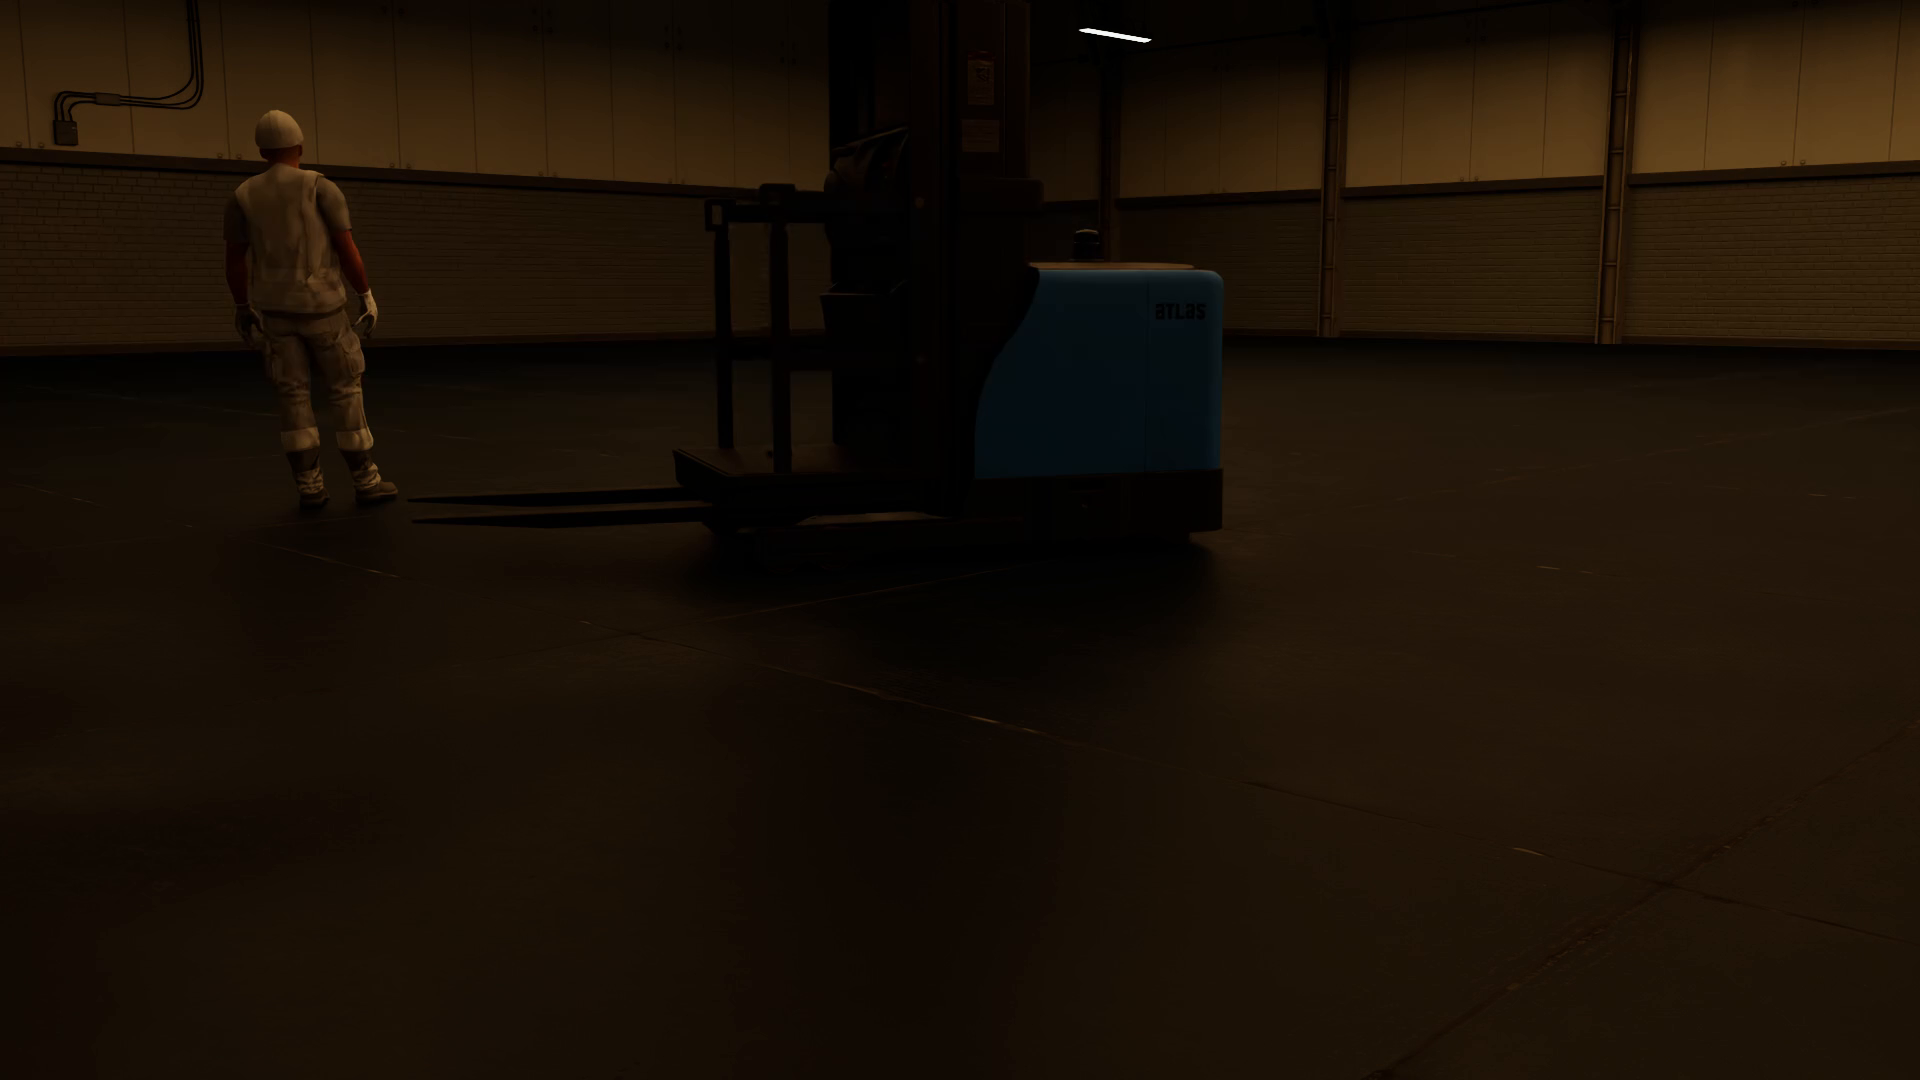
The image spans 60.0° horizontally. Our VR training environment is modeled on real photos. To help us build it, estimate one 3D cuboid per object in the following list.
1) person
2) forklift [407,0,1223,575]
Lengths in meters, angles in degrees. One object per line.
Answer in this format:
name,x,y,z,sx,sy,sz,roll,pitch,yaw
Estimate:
person,-3.011,-1.059,7.694,0.638,1.787,0.566,-1,9,-3
forklift,-0.545,-1.415,6.271,3.031,2.935,1.130,-3,9,-19
